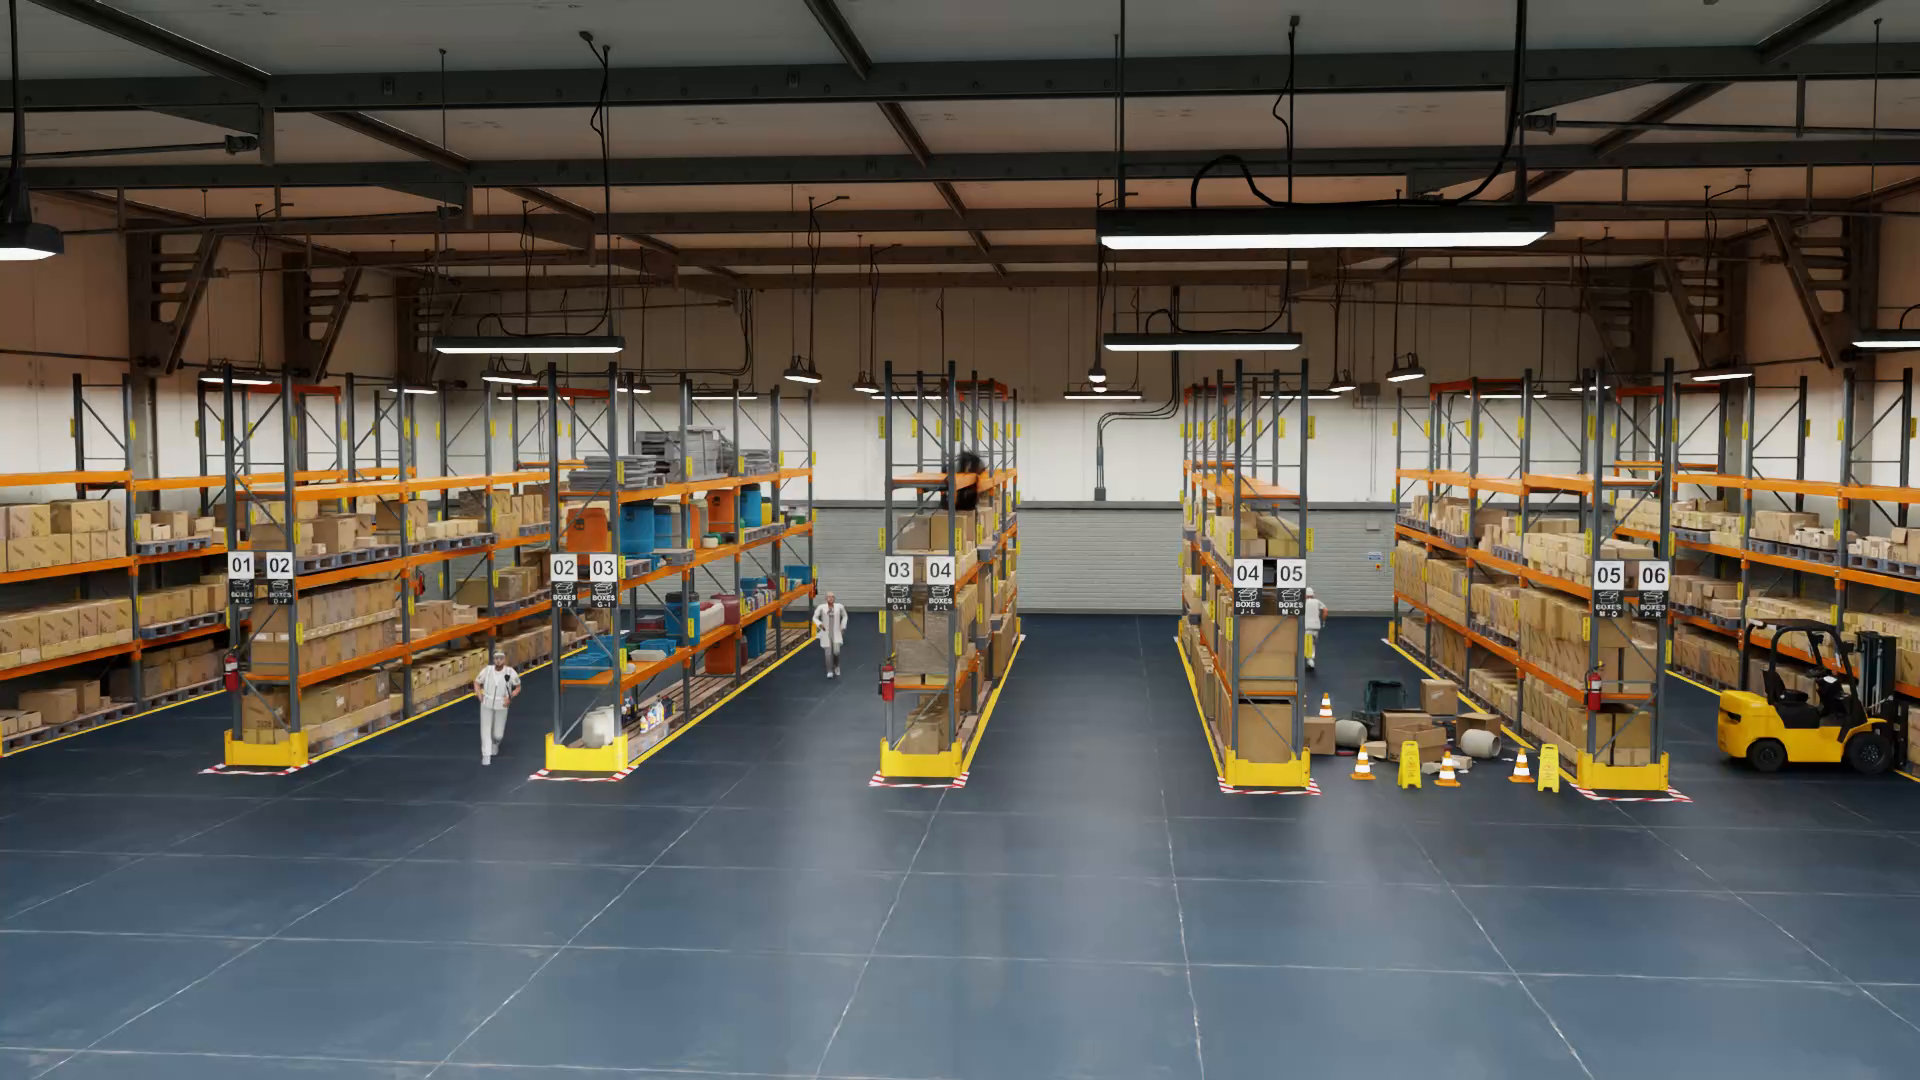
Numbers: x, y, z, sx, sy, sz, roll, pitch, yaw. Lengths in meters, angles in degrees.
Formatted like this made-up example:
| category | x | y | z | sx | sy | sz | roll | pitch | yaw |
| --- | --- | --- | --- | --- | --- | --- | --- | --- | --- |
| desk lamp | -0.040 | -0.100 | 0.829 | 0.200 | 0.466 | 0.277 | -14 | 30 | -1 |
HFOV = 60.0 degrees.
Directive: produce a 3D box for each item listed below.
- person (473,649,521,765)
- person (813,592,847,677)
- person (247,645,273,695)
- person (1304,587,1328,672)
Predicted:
| category | x | y | z | sx | sy | sz | roll | pitch | yaw |
| --- | --- | --- | --- | --- | --- | --- | --- | --- | --- |
| person | -7.010 | 2.497 | 25.187 | 0.695 | 1.740 | 0.660 | -1 | 4 | -8 |
| person | -2.617 | 1.919 | 33.594 | 0.714 | 1.742 | 0.635 | 0 | 4 | -6 |
| person | -11.676 | 2.367 | 27.827 | 0.599 | 1.686 | 0.833 | 0 | 4 | 6 |
| person | 7.196 | 1.876 | 34.130 | 0.672 | 1.778 | 1.018 | 0 | 4 | 4 |
